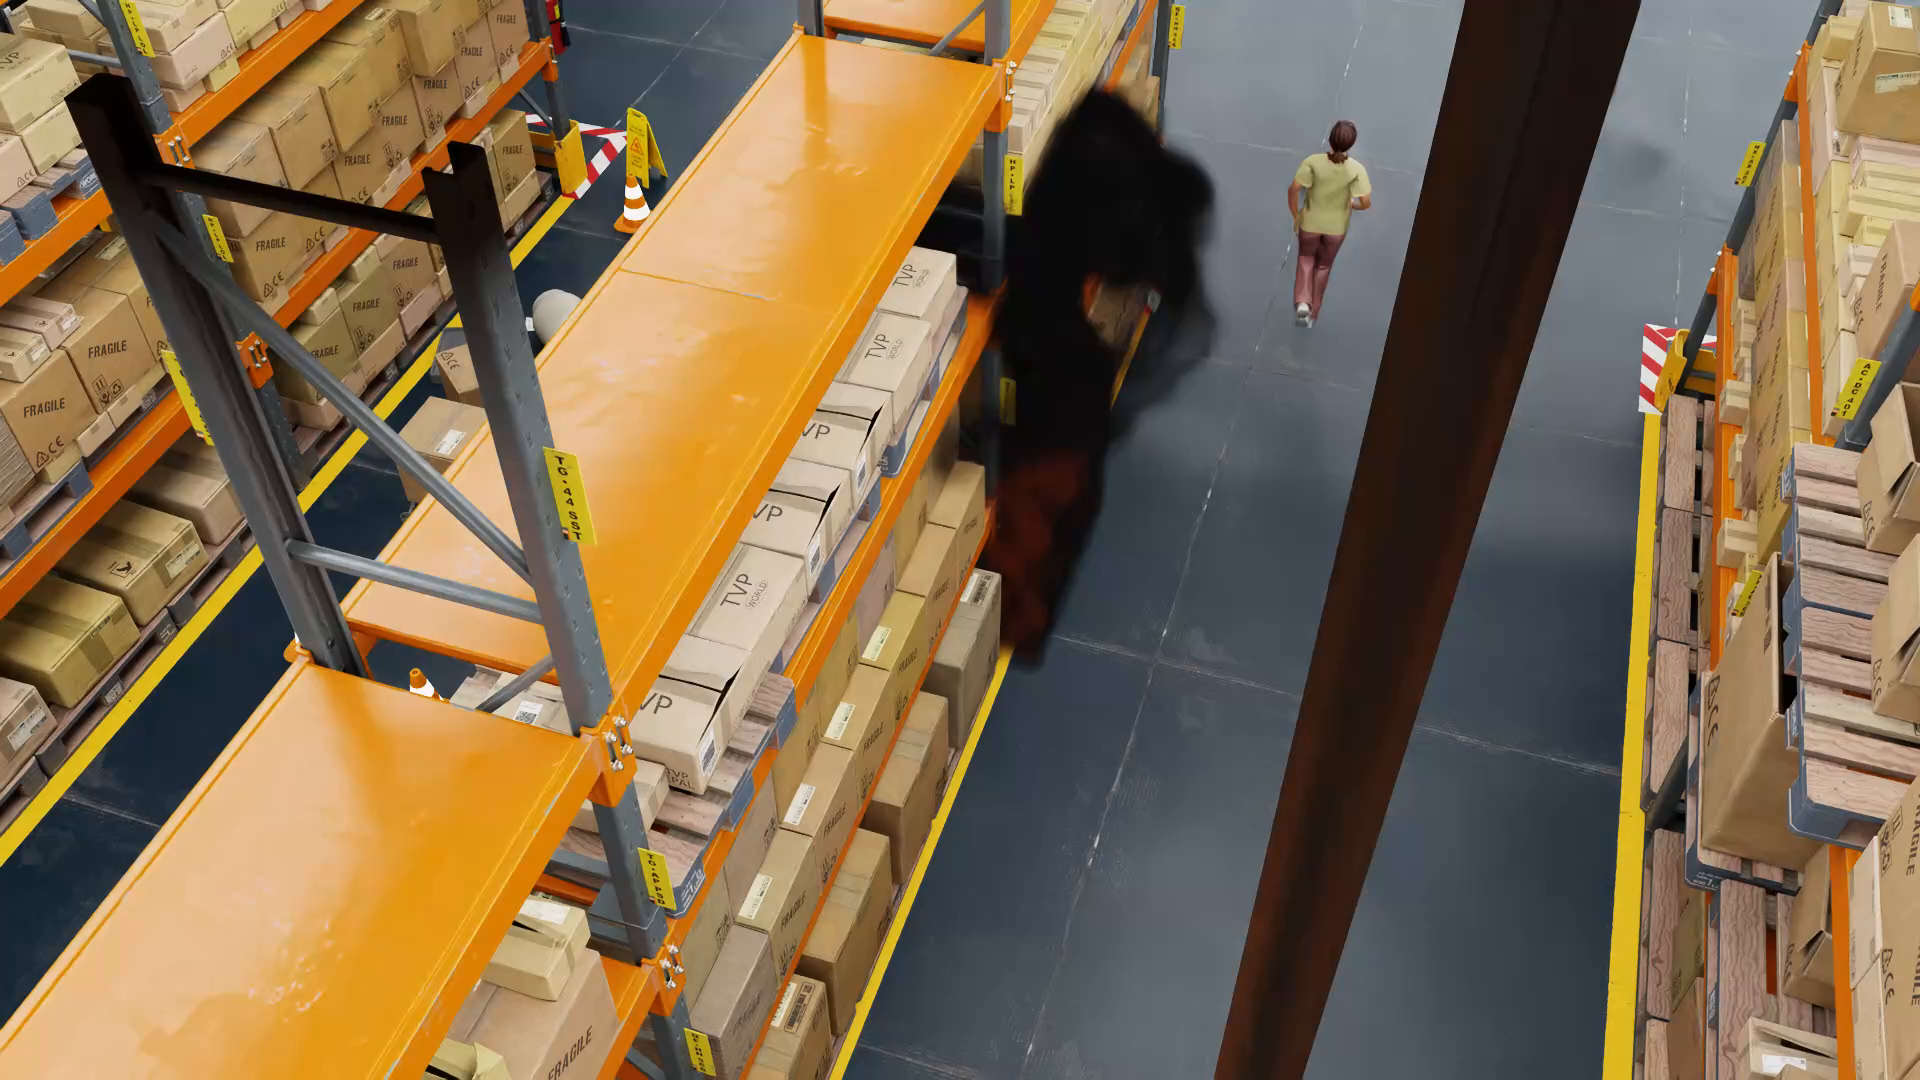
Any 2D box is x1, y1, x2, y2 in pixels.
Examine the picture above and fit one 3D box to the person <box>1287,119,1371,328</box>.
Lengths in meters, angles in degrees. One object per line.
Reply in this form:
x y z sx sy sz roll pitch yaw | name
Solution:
2.562 -2.197 11.733 0.575 1.641 0.550 10 46 10 | person
